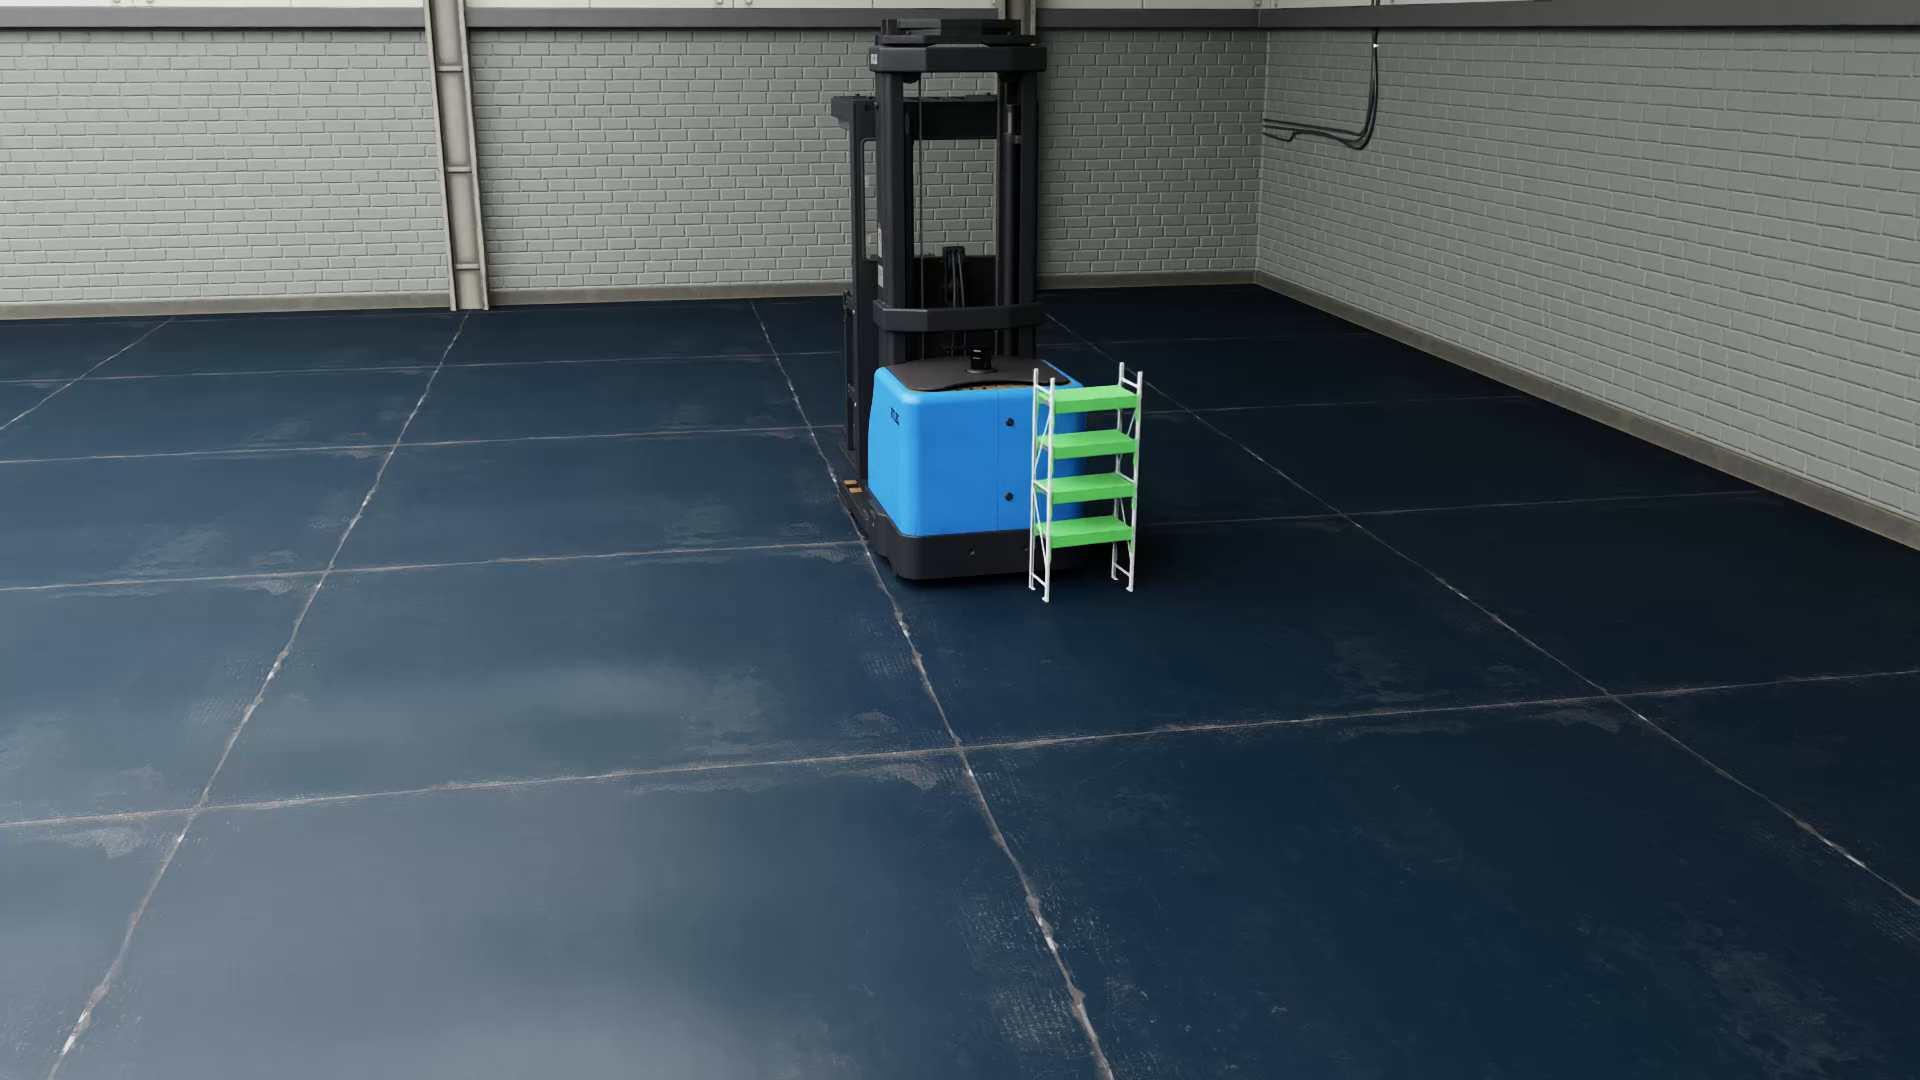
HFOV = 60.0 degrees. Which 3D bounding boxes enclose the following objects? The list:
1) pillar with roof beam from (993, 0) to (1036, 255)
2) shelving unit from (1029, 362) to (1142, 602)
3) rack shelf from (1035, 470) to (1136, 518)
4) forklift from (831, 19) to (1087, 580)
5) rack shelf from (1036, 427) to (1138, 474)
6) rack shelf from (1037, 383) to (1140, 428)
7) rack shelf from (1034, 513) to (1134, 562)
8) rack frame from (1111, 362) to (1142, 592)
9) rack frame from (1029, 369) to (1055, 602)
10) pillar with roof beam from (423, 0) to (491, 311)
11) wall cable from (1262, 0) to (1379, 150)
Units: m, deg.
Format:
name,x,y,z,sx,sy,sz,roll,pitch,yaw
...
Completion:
name,x,y,z,sx,sy,sz,roll,pitch,yaw
pillar with roof beam,1.420,-5.906,13.714,0.400,9.000,9.100,-3,17,-10
shelving unit,0.654,-0.303,8.744,0.503,1.200,0.258,-6,20,-19
rack shelf,0.653,-0.243,8.764,0.480,0.148,0.258,-6,20,-19
forklift,-0.146,-1.581,9.967,1.130,2.935,3.031,-4,18,-13
rack shelf,0.655,-0.470,8.688,0.480,0.148,0.258,-6,20,-19
rack shelf,0.657,-0.698,8.613,0.480,0.148,0.258,-6,20,-19
rack shelf,0.651,-0.015,8.840,0.480,0.148,0.258,-6,20,-19
rack frame,0.883,-0.328,8.824,0.015,1.200,0.240,-6,20,-19
rack frame,0.425,-0.279,8.664,0.015,1.200,0.240,-6,20,-19
pillar with roof beam,-4.471,-5.572,12.626,0.400,9.000,9.100,-3,17,-10
wall cable,3.747,-5.446,17.504,0.112,2.526,3.097,-3,17,-10
